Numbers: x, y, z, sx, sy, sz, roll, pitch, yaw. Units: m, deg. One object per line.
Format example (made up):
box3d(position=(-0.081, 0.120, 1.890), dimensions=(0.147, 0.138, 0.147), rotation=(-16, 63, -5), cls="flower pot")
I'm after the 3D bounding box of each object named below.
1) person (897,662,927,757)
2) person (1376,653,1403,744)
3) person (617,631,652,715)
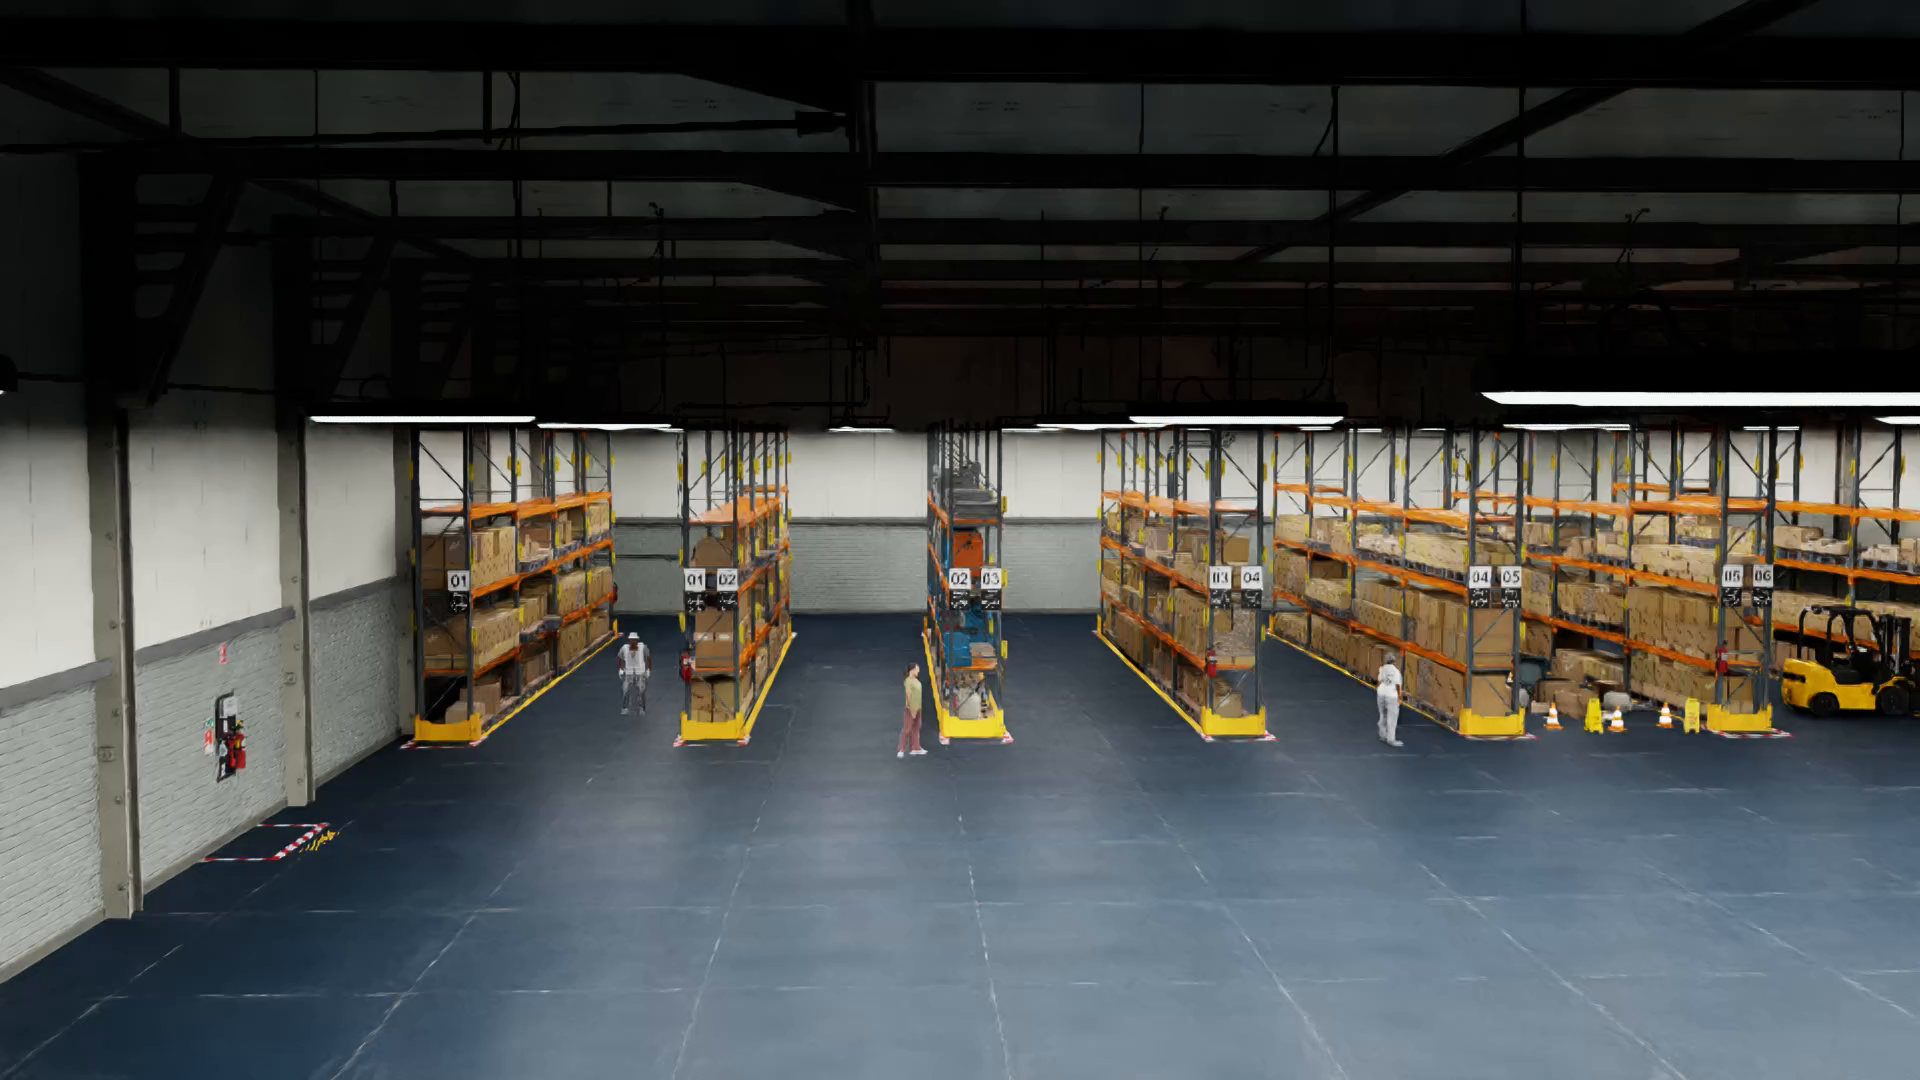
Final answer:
box3d(position=(-0.886, 2.995, 29.471), dimensions=(0.415, 1.672, 0.633), rotation=(1, 4, 22), cls="person")
box3d(position=(7.954, 2.913, 30.731), dimensions=(0.449, 1.671, 0.533), rotation=(-2, 4, -33), cls="person")
box3d(position=(-6.609, 2.704, 33.723), dimensions=(0.702, 1.735, 0.549), rotation=(0, 4, -5), cls="person")
